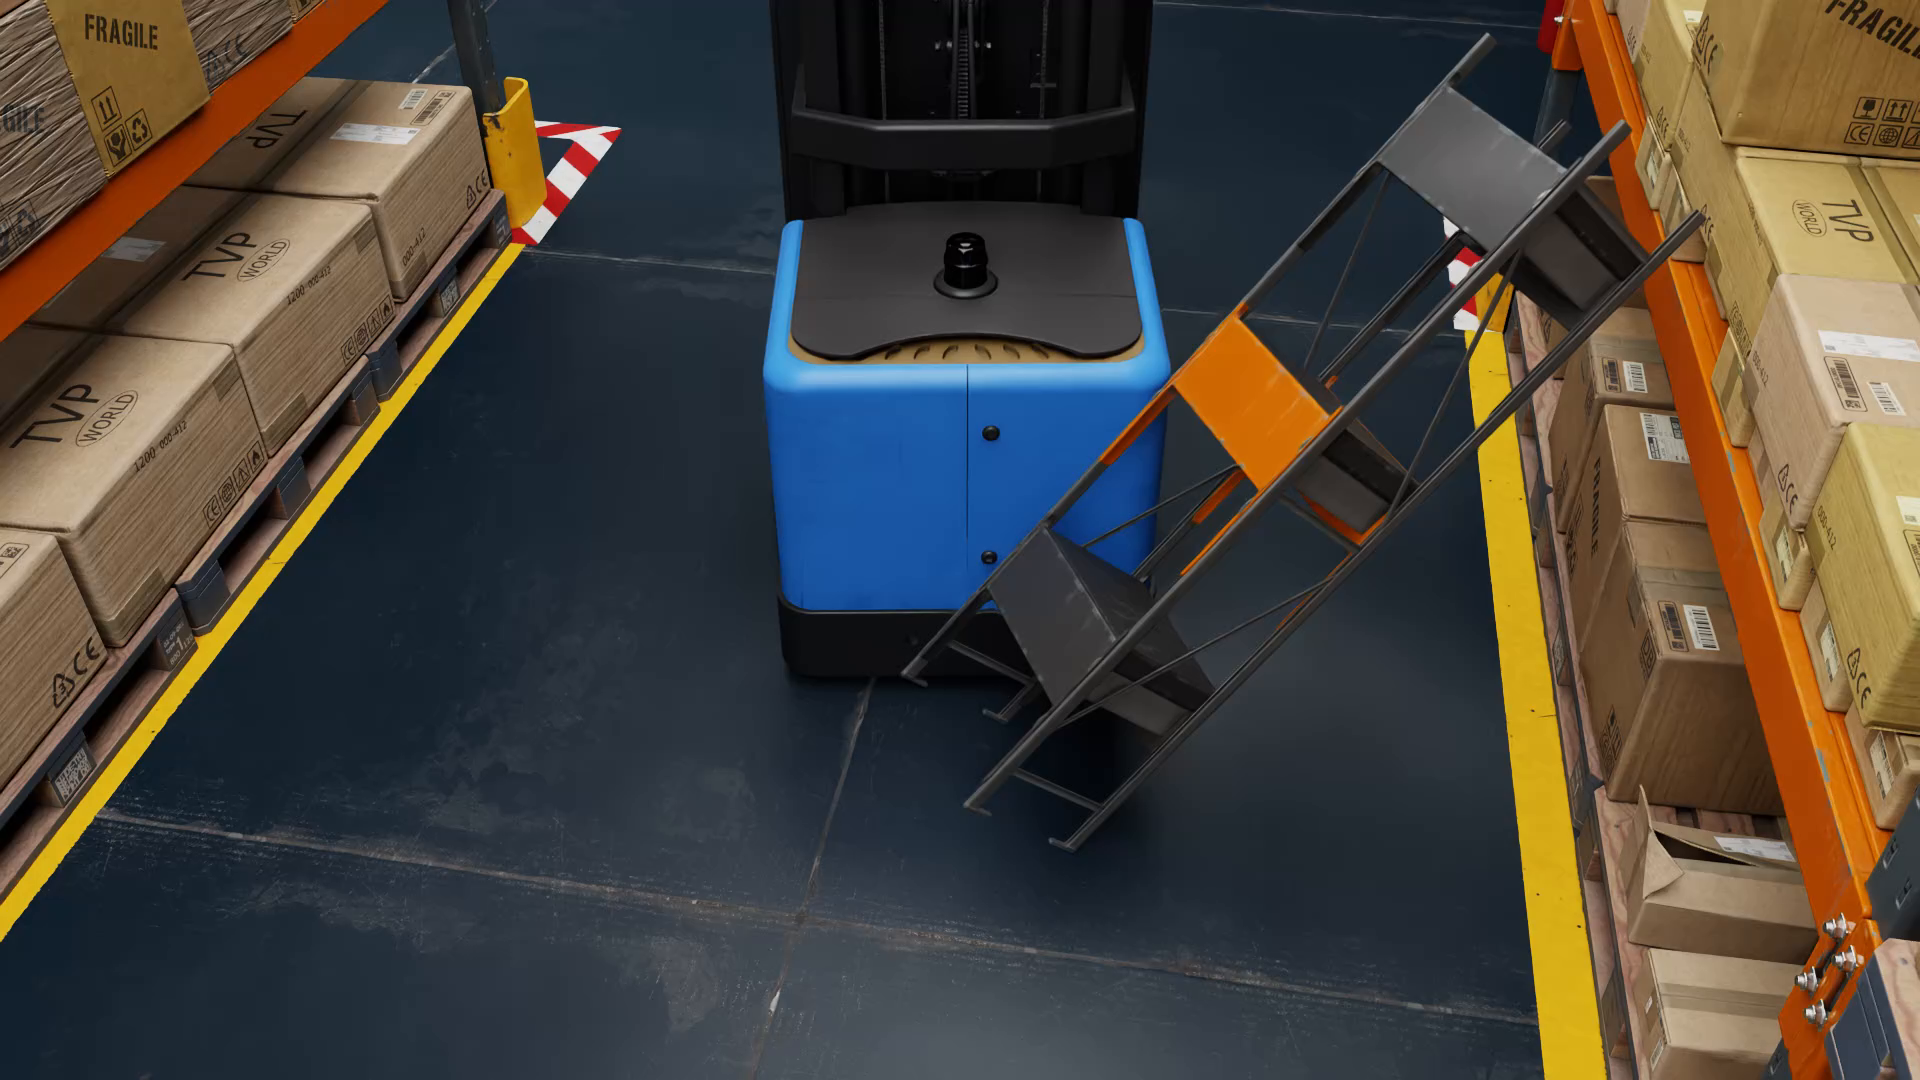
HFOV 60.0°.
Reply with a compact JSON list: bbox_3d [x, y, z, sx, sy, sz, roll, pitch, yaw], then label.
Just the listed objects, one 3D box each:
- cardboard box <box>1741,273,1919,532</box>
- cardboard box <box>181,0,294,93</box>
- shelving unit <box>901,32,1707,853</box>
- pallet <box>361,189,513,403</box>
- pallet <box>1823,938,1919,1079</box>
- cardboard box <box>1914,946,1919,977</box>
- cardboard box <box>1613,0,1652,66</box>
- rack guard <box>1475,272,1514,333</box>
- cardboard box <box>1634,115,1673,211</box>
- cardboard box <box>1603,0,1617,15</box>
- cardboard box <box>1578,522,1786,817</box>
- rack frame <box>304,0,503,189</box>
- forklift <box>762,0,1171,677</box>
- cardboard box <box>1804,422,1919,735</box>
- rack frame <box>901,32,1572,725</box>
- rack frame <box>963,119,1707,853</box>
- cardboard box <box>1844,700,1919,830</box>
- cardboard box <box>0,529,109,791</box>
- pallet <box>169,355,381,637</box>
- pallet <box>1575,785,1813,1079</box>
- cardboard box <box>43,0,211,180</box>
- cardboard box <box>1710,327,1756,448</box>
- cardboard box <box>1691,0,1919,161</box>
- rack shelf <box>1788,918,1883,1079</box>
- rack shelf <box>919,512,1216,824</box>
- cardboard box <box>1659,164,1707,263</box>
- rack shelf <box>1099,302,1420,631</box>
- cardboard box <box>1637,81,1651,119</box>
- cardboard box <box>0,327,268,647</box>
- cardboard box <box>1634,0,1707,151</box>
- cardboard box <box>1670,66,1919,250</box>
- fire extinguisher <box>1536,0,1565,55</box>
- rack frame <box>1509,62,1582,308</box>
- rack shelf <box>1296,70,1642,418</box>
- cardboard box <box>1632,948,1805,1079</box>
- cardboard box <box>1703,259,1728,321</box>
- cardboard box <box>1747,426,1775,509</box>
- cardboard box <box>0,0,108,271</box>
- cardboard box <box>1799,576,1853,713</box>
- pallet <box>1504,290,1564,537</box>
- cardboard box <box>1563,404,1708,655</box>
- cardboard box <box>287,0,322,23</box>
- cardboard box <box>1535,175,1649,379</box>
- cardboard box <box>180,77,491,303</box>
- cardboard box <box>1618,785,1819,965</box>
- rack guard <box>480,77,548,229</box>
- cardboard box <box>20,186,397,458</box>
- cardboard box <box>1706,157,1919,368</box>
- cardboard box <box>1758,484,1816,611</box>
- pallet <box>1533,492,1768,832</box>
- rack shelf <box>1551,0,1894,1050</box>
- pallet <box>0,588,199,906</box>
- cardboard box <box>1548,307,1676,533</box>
[{"bbox_3d":[1.782,-0.238,3.068,0.500,0.250,0.500,7,40,8],"label":"cardboard box"},{"bbox_3d":[-2.339,-1.643,4.805,0.500,0.500,0.500,7,40,9],"label":"cardboard box"},{"bbox_3d":[0.739,-0.177,3.996,0.431,2.100,0.503,29,21,-38],"label":"shelving unit"},{"bbox_3d":[-2.397,-0.989,6.280,1.003,0.211,1.213,6,40,8],"label":"pallet"},{"bbox_3d":[1.616,1.045,1.783,1.003,0.211,1.213,6,40,8],"label":"pallet"},{"bbox_3d":[1.558,0.560,1.811,0.700,0.500,0.500,7,40,9],"label":"cardboard box"},{"bbox_3d":[2.123,-1.514,4.612,0.500,0.250,0.500,7,40,8],"label":"cardboard box"},{"bbox_3d":[2.541,-1.018,6.089,1.175,0.500,0.348,6,40,8],"label":"rack guard"},{"bbox_3d":[1.955,-0.953,4.246,0.380,0.149,0.250,5,40,6],"label":"cardboard box"},{"bbox_3d":[2.227,-1.756,5.217,0.380,0.149,0.250,6,40,7],"label":"cardboard box"},{"bbox_3d":[1.989,0.330,4.129,0.700,0.500,0.500,5,40,6],"label":"cardboard box"},{"bbox_3d":[-2.335,-2.574,6.009,1.000,3.000,0.127,6,40,8],"label":"rack frame"},{"bbox_3d":[0.001,-1.658,4.955,1.130,2.935,3.031,0,40,-1],"label":"forklift"},{"bbox_3d":[1.710,0.078,2.686,0.500,0.250,0.500,7,40,9],"label":"cardboard box"},{"bbox_3d":[0.659,-0.320,4.176,0.400,2.100,0.015,29,21,-38],"label":"rack frame"},{"bbox_3d":[0.820,-0.033,3.816,0.400,2.100,0.015,29,21,-38],"label":"rack frame"},{"bbox_3d":[1.668,0.350,2.669,0.380,0.149,0.250,7,40,8],"label":"cardboard box"},{"bbox_3d":[-2.813,0.380,4.118,0.875,0.438,0.875,6,40,7],"label":"cardboard box"},{"bbox_3d":[-2.610,-0.225,5.357,1.003,0.211,1.213,6,40,8],"label":"pallet"},{"bbox_3d":[1.982,1.125,3.723,1.003,0.211,1.213,6,40,8],"label":"pallet"},{"bbox_3d":[-2.416,-1.318,4.411,0.500,0.500,0.500,8,40,9],"label":"cardboard box"},{"bbox_3d":[1.802,-0.306,3.464,0.380,0.149,0.250,6,40,7],"label":"cardboard box"},{"bbox_3d":[1.951,-1.178,3.617,0.500,0.500,0.500,7,40,9],"label":"cardboard box"},{"bbox_3d":[1.516,2.014,1.025,1.077,0.370,4.000,6,40,8],"label":"rack shelf"},{"bbox_3d":[0.282,0.333,4.196,0.431,0.518,0.480,29,21,-38],"label":"rack shelf"},{"bbox_3d":[1.930,-0.785,4.043,0.380,0.149,0.250,7,40,9],"label":"cardboard box"},{"bbox_3d":[0.731,-0.167,3.999,0.431,0.518,0.480,29,21,-38],"label":"rack shelf"},{"bbox_3d":[2.113,-1.271,4.630,0.380,0.149,0.250,8,40,9],"label":"cardboard box"},{"bbox_3d":[-2.659,-0.182,4.797,0.875,0.438,0.875,5,40,6],"label":"cardboard box"},{"bbox_3d":[2.039,-1.196,4.226,0.500,0.250,0.500,6,40,7],"label":"cardboard box"},{"bbox_3d":[1.971,-0.872,3.835,0.500,0.250,0.500,5,40,7],"label":"cardboard box"},{"bbox_3d":[2.124,-1.999,5.667,0.296,0.674,0.183,6,40,8],"label":"fire extinguisher"},{"bbox_3d":[2.554,-2.029,5.350,1.000,3.000,0.127,6,40,8],"label":"rack frame"},{"bbox_3d":[1.180,-0.666,3.803,0.431,0.518,0.480,29,21,-38],"label":"rack shelf"},{"bbox_3d":[1.669,1.036,3.550,0.380,0.149,0.250,5,40,6],"label":"cardboard box"},{"bbox_3d":[1.953,-0.616,3.838,0.380,0.149,0.250,6,40,8],"label":"cardboard box"},{"bbox_3d":[1.785,-0.143,3.266,0.380,0.149,0.250,7,40,9],"label":"cardboard box"},{"bbox_3d":[-2.505,-0.994,4.020,0.500,0.500,0.500,7,40,8],"label":"cardboard box"},{"bbox_3d":[1.692,0.185,2.870,0.380,0.149,0.250,7,40,9],"label":"cardboard box"},{"bbox_3d":[2.404,-0.406,5.576,1.003,0.211,1.213,6,40,8],"label":"pallet"},{"bbox_3d":[1.979,-0.001,4.529,0.500,0.500,0.500,7,40,8],"label":"cardboard box"},{"bbox_3d":[-2.260,-1.967,5.197,0.500,0.500,0.500,6,40,7],"label":"cardboard box"},{"bbox_3d":[2.355,-0.855,5.560,0.797,0.503,0.637,5,40,6],"label":"cardboard box"},{"bbox_3d":[-2.351,-1.323,6.177,0.875,0.438,0.875,5,40,6],"label":"cardboard box"},{"bbox_3d":[1.731,0.767,3.784,0.396,0.266,0.258,8,40,9],"label":"cardboard box"},{"bbox_3d":[-2.331,-1.626,6.824,1.175,0.500,0.348,6,40,8],"label":"rack guard"},{"bbox_3d":[-2.501,-0.748,5.481,0.875,0.438,0.875,7,40,9],"label":"cardboard box"},{"bbox_3d":[1.881,-0.549,3.445,0.500,0.250,0.500,6,40,7],"label":"cardboard box"},{"bbox_3d":[1.713,0.019,3.070,0.380,0.149,0.250,7,40,9],"label":"cardboard box"},{"bbox_3d":[2.191,0.357,4.652,1.003,0.211,1.213,6,40,8],"label":"pallet"},{"bbox_3d":[2.208,-0.496,4.061,1.077,0.370,4.000,6,40,8],"label":"rack shelf"},{"bbox_3d":[-2.819,0.543,4.428,1.003,0.211,1.213,6,40,8],"label":"pallet"},{"bbox_3d":[2.169,-0.322,4.917,0.700,0.500,0.500,8,40,9],"label":"cardboard box"}]
